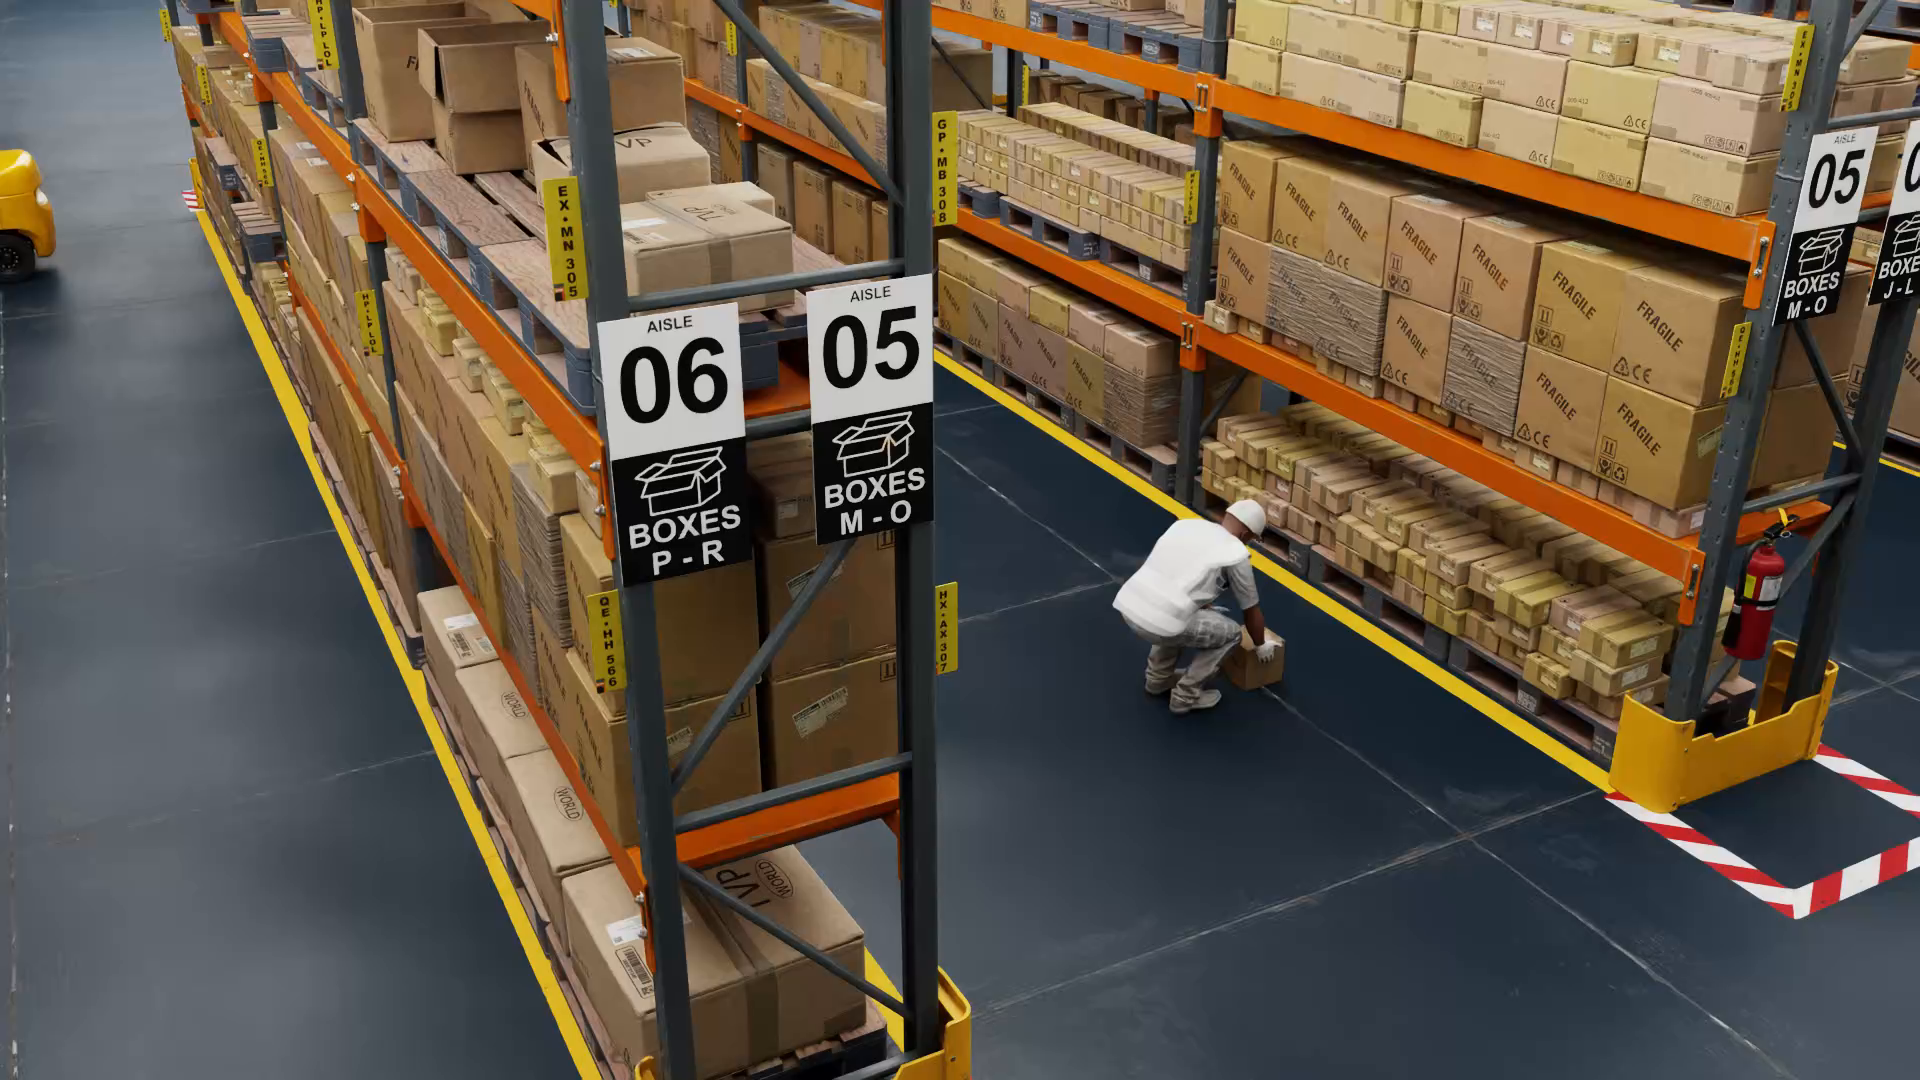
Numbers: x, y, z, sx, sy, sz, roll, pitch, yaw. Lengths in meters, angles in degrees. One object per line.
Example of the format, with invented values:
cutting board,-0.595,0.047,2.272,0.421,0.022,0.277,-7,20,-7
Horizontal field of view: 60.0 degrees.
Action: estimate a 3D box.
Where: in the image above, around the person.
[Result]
person,1.218,0.339,8.747,0.899,1.037,0.577,-13,28,-25
